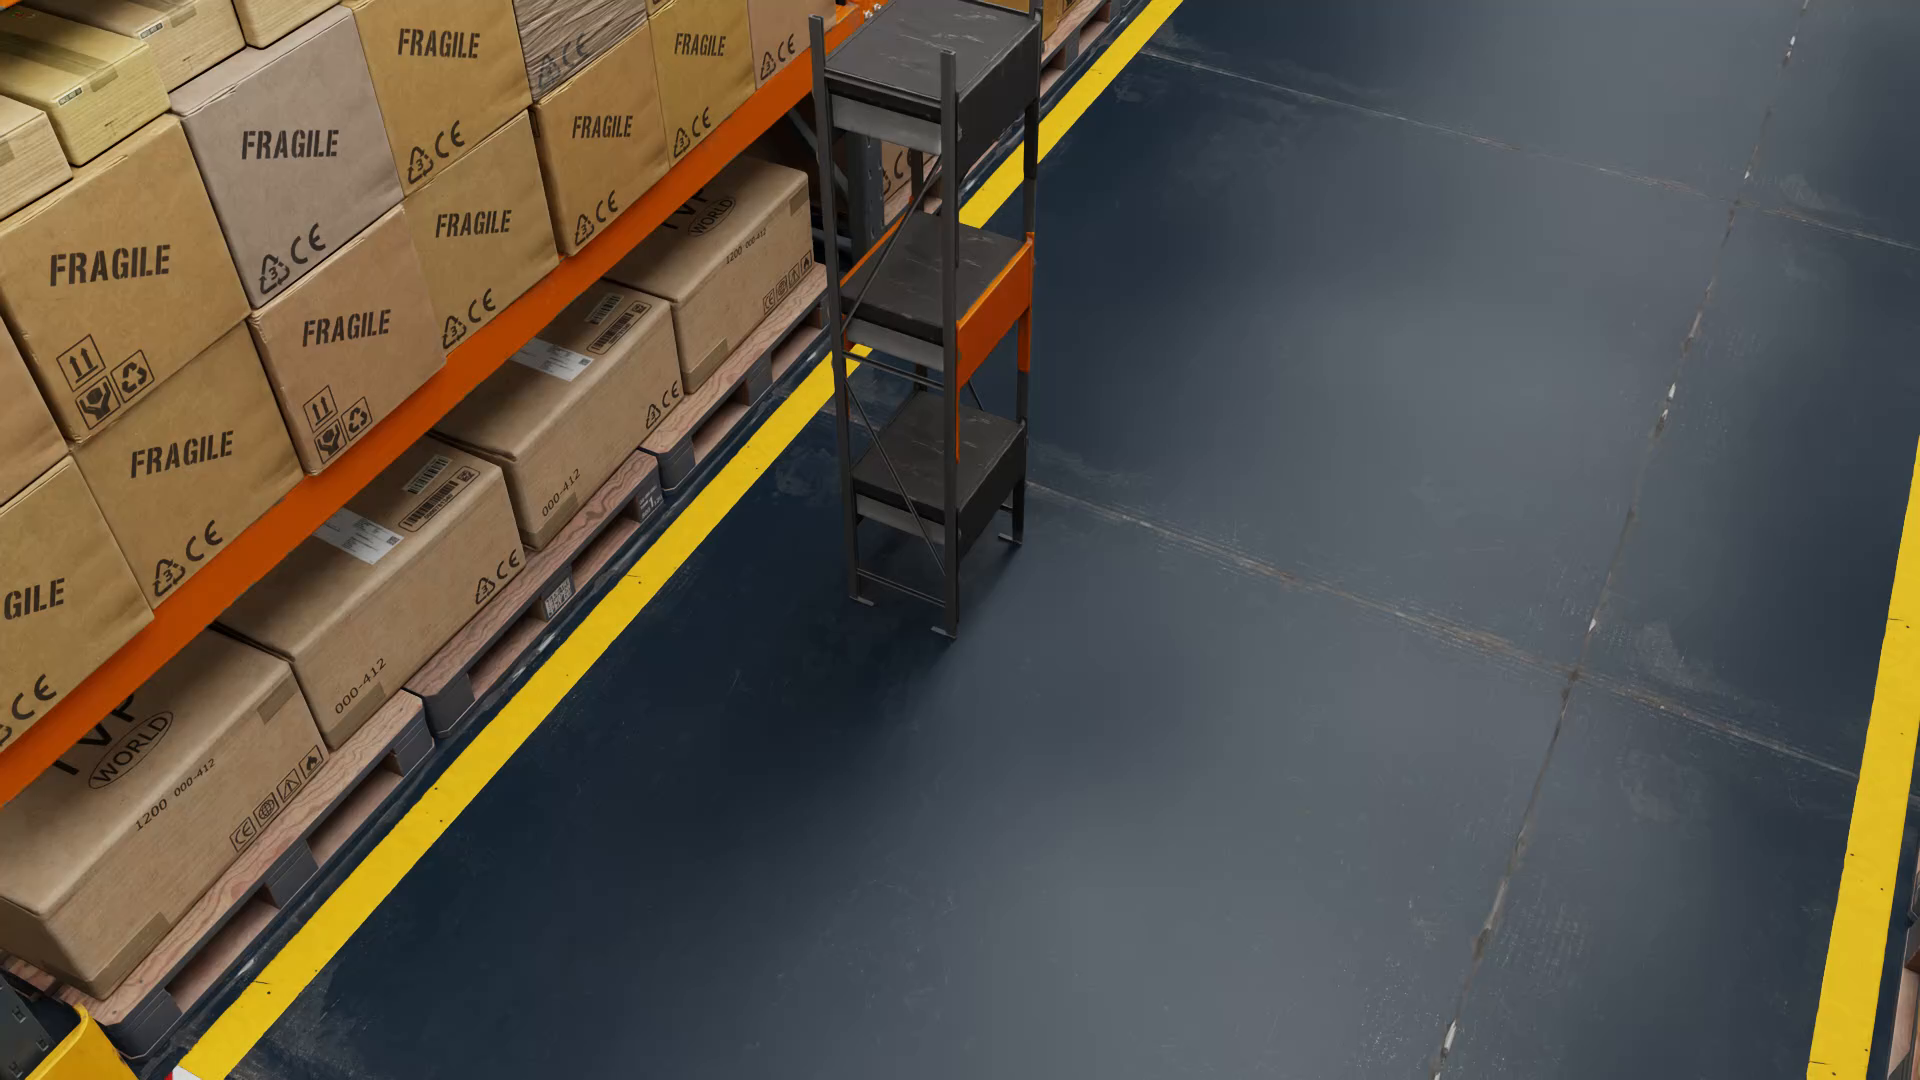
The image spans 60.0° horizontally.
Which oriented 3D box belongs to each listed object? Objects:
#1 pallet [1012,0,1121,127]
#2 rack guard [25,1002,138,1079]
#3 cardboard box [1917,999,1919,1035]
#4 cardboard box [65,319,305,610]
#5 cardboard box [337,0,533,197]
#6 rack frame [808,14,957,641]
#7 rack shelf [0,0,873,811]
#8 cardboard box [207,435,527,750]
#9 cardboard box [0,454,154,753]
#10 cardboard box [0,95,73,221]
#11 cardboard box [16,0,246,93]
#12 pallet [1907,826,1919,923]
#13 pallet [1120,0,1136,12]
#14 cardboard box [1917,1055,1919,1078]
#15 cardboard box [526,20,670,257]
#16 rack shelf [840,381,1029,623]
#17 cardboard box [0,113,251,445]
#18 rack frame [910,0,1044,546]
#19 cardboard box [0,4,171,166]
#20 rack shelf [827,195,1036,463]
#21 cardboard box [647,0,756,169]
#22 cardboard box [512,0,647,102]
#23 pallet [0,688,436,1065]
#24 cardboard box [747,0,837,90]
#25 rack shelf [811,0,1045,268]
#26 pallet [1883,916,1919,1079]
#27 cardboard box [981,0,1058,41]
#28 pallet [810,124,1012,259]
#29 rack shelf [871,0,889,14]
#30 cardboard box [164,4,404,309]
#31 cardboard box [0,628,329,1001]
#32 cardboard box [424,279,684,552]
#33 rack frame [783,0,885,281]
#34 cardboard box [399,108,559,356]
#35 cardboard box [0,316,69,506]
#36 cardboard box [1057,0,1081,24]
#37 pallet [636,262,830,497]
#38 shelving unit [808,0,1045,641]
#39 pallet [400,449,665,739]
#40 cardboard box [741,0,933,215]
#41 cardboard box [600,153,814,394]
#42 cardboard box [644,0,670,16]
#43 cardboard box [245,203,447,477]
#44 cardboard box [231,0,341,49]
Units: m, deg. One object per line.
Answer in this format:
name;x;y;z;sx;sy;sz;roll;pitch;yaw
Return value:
pallet;0.092;-2.500;8.072;1.003;0.211;1.213;20;49;19
rack guard;-2.632;1.216;4.197;1.175;0.500;0.348;20;49;19
cardboard box;2.647;1.181;4.182;0.380;0.149;0.250;19;48;18
cardboard box;-1.934;-0.249;3.816;0.500;0.500;0.500;20;49;19
cardboard box;-1.449;-1.242;4.095;0.500;0.500;0.500;21;49;19
rack frame;-0.190;-0.480;4.748;0.400;2.100;0.015;20;49;19
rack shelf;-1.693;-0.685;4.824;1.077;0.370;4.000;20;49;19
cardboard box;-1.986;0.047;5.101;0.875;0.438;0.875;22;49;20
cardboard box;-2.144;0.079;3.492;0.500;0.500;0.500;20;49;19
cardboard box;-1.930;-0.739;3.142;0.380;0.149;0.250;22;49;20
cardboard box;-1.749;-1.094;3.493;0.380;0.149;0.250;21;49;19
pallet;3.387;0.788;4.823;1.003;0.211;1.213;20;49;19
pallet;0.660;-3.266;8.829;1.003;0.211;1.213;20;49;19
cardboard box;2.510;1.220;3.936;0.380;0.149;0.250;21;49;19
cardboard box;-1.208;-1.209;4.765;0.500;0.500;0.500;20;49;18
rack shelf;-0.077;-0.132;5.408;0.431;0.518;0.480;20;49;19
cardboard box;-1.912;-0.601;3.461;0.500;0.500;0.500;19;48;18
rack frame;0.036;-0.788;5.052;0.400;2.100;0.015;20;49;19
cardboard box;-1.824;-0.911;3.312;0.380;0.149;0.250;19;48;18
rack shelf;-0.077;-0.624;4.910;0.431;0.518;0.480;20;49;19
cardboard box;-0.987;-1.530;5.083;0.500;0.500;0.500;19;48;18
cardboard box;-1.209;-1.555;4.405;0.500;0.500;0.500;21;49;20
pallet;-2.319;0.773;4.838;1.003;0.211;1.213;20;49;19
cardboard box;-0.753;-1.856;5.405;0.500;0.500;0.500;21;49;19
rack shelf;-0.077;-1.116;4.412;0.431;0.518;0.480;20;49;19
pallet;2.821;1.559;4.060;1.003;0.211;1.213;20;49;19
cardboard box;-0.135;-2.587;7.397;0.875;0.875;0.875;22;49;20
pallet;-0.473;-1.729;7.310;1.003;0.211;1.213;20;49;19
rack shelf;0.164;-3.205;7.314;1.077;0.370;4.000;20;49;19
cardboard box;-1.680;-0.928;3.784;0.500;0.500;0.500;20;49;19
cardboard box;-2.403;0.626;4.528;0.875;0.438;0.875;19;48;18
cardboard box;-1.566;-0.521;5.662;0.875;0.438;0.875;19;48;18
rack frame;-0.764;-2.198;5.813;1.000;3.000;0.127;20;49;19
cardboard box;-1.464;-0.884;4.445;0.500;0.500;0.500;22;49;20
cardboard box;-2.146;-0.273;3.137;0.500;0.500;0.500;19;48;18
cardboard box;0.281;-3.150;7.953;0.875;0.875;0.875;21;49;20
pallet;-1.187;-0.764;6.357;1.003;0.211;1.213;20;49;19
shelving unit;-0.077;-0.634;4.900;0.431;2.100;0.503;20;49;19
pallet;-1.752;0.007;5.595;1.003;0.211;1.213;20;49;19
cardboard box;-0.547;-2.016;6.832;0.875;0.875;0.875;22;49;20
cardboard box;-1.151;-1.085;6.219;0.875;0.438;0.875;20;49;19
cardboard box;-0.981;-1.879;4.725;0.500;0.500;0.500;20;49;18
cardboard box;-1.682;-0.563;4.127;0.500;0.500;0.500;20;49;19
cardboard box;-1.596;-1.237;3.634;0.380;0.149;0.250;21;49;19
